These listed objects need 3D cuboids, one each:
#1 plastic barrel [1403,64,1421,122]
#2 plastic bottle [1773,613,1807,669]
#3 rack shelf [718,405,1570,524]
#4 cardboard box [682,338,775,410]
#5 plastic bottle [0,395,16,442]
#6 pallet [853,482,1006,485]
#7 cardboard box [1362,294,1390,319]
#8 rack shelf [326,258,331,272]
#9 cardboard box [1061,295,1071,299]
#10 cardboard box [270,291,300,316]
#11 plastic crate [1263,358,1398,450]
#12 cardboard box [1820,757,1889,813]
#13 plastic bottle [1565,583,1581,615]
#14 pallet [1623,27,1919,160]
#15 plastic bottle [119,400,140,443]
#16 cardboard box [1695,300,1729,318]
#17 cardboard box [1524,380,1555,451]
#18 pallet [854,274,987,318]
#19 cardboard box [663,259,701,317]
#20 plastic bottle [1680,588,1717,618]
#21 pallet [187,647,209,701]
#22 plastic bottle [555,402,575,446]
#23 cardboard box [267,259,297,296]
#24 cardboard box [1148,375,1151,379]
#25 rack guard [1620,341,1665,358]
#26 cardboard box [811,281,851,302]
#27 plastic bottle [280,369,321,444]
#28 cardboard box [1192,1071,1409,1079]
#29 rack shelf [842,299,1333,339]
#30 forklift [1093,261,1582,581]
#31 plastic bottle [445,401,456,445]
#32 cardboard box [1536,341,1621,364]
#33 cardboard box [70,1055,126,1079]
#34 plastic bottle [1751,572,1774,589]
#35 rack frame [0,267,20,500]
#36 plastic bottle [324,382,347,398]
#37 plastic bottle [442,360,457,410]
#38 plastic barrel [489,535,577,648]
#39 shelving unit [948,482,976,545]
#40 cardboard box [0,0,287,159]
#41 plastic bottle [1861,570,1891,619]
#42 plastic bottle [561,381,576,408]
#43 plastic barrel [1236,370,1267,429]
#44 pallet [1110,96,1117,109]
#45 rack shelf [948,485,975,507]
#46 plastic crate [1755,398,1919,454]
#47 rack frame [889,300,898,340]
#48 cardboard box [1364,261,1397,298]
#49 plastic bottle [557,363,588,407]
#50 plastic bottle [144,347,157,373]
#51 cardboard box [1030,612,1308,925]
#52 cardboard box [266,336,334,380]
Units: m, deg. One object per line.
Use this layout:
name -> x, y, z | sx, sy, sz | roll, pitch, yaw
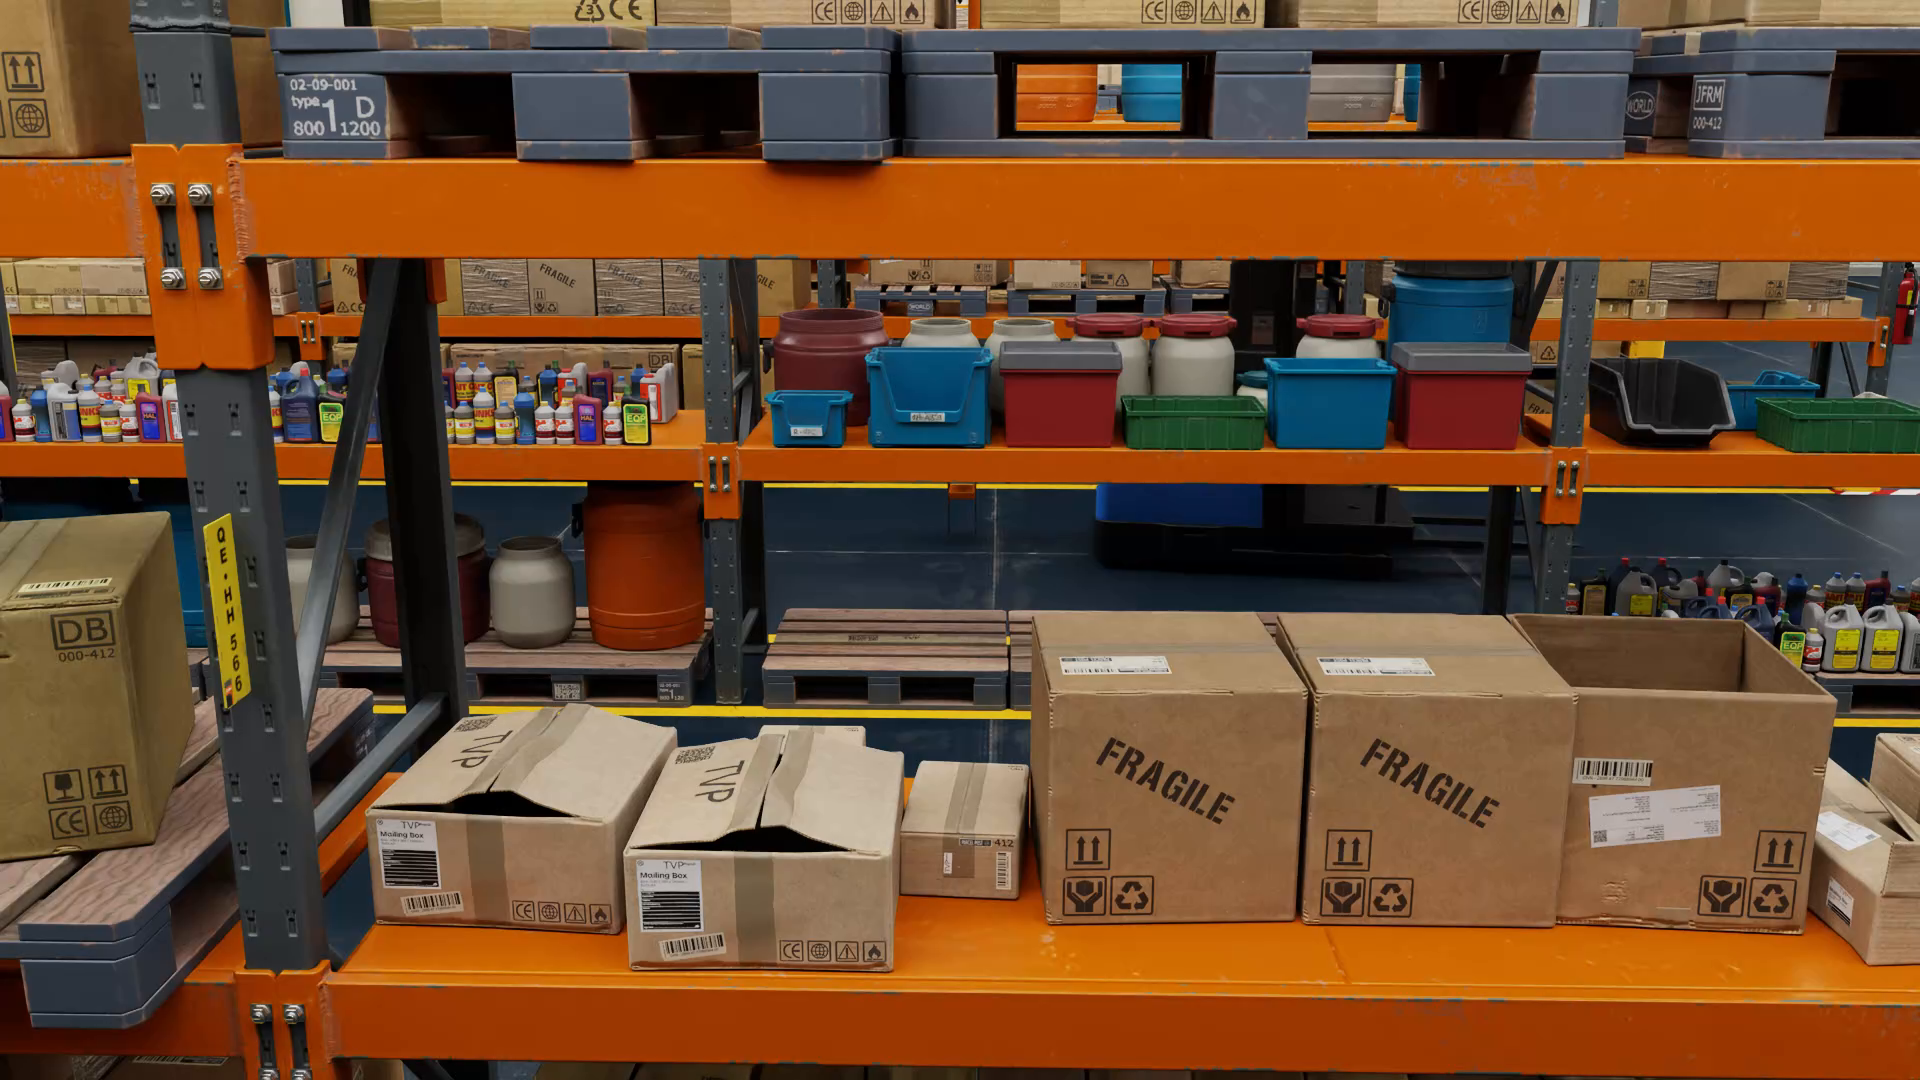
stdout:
plastic barrel -> 2.353, -2.372, 7.587 | 0.708, 0.901, 0.600 | 0, 15, 1
plastic bottle -> 4.016, 0.494, 8.051 | 0.133, 0.283, 0.061 | 1, 15, 4
rack shelf -> 0.868, -0.396, 8.372 | 4.000, 0.370, 1.077 | 0, 15, 1
cardboard box -> -1.695, -1.206, 13.372 | 0.875, 0.875, 1.225 | 0, 15, -1
plastic bottle -> -4.641, -0.615, 8.019 | 0.133, 0.283, 0.061 | 0, 15, 1
pallet -> -0.224, -0.666, 13.452 | 1.213, 0.211, 1.003 | 0, 15, 1
cardboard box -> 3.201, -1.795, 12.755 | 0.250, 0.149, 0.380 | 0, 15, 1
rack shelf -> -6.776, -2.976, 18.149 | 4.000, 0.370, 1.077 | 0, 15, 1
cardboard box -> 1.308, -3.465, 22.920 | 0.625, 0.372, 0.950 | 1, 15, 3
cardboard box -> -5.317, -1.843, 12.939 | 0.250, 0.149, 0.380 | 0, 15, 2
plastic crate -> 1.756, -0.651, 7.960 | 0.575, 0.384, 0.392 | 0, 15, 1
cardboard box -> 1.856, 0.596, 3.695 | 0.250, 0.149, 0.380 | 0, 15, 1
plastic bottle -> 3.238, 0.332, 8.824 | 0.097, 0.201, 0.097 | 0, 15, 0
pallet -> 1.855, -0.828, 3.094 | 1.217, 0.209, 0.805 | 0, 15, -1
plastic bottle -> -4.002, -0.576, 8.031 | 0.097, 0.201, 0.097 | 0, 15, 0
cardboard box -> 5.702, -1.804, 12.790 | 0.250, 0.149, 0.380 | 0, 15, 1
cardboard box -> 4.588, -0.990, 13.289 | 0.500, 0.500, 0.500 | -1, 15, -4
pallet -> -0.290, -1.950, 13.227 | 1.003, 0.211, 1.213 | 0, 15, 1
cardboard box -> -2.003, -2.013, 12.895 | 0.500, 0.500, 0.500 | 0, 15, 1
plastic bottle -> 3.667, 0.411, 8.231 | 0.185, 0.351, 0.144 | 0, 15, 1
pallet -> -4.360, 0.581, 8.725 | 1.213, 0.211, 1.003 | 0, 15, 1
plastic bottle -> -1.893, -0.562, 7.979 | 0.097, 0.201, 0.097 | 0, 15, 0
cardboard box -> -5.452, -2.054, 12.955 | 0.500, 0.250, 0.500 | 0, 15, 0
cardboard box -> 1.345, -1.019, 13.361 | 0.500, 0.500, 0.700 | -1, 15, -3
rack guard -> 7.244, -2.024, 18.030 | 0.348, 0.500, 1.175 | 0, 15, 1
cardboard box -> -1.461, -2.708, 18.330 | 0.500, 0.250, 0.500 | 0, 15, -1
plastic bottle -> -3.166, -0.648, 8.014 | 0.185, 0.351, 0.144 | 0, 15, 1
cardboard box -> 0.793, 1.311, 3.957 | 0.500, 0.311, 0.500 | 1, 15, 3
rack shelf -> 0.994, -1.659, 13.160 | 4.000, 0.370, 1.077 | 0, 15, 1
forklift -> 2.420, -1.309, 10.558 | 3.031, 2.935, 1.130 | 2, 15, 8
plastic bottle -> -2.476, -0.566, 7.993 | 0.097, 0.201, 0.097 | 0, 15, 0
cardboard box -> 6.540, -2.396, 17.882 | 0.875, 0.875, 0.875 | 0, 15, 2
cardboard box -> -2.233, 1.424, 4.100 | 0.500, 0.500, 0.500 | 0, 15, -1
plastic bottle -> 4.195, 0.309, 8.765 | 0.135, 0.276, 0.152 | 1, 15, 2
rack frame -> -5.130, -0.783, 8.429 | 0.127, 3.000, 1.000 | 0, 15, 1
plastic bottle -> -3.006, -0.620, 8.037 | 0.133, 0.283, 0.061 | 0, 15, 1
plastic bottle -> -2.710, -0.805, 8.741 | 0.133, 0.283, 0.061 | 0, 15, 1
plastic barrel -> -2.188, 0.263, 8.517 | 0.421, 0.512, 0.421 | 0, 15, 0
shelving unit -> 0.014, -0.580, 11.187 | 0.189, 1.200, 0.258 | 0, 15, 1
cardboard box -> -1.699, -0.987, 3.125 | 0.500, 0.500, 0.910 | 0, 15, 1
plastic bottle -> 4.835, 0.298, 8.792 | 0.133, 0.283, 0.061 | 1, 15, 2
plastic bottle -> -2.003, -0.717, 8.569 | 0.097, 0.201, 0.097 | 0, 15, 0
plastic barrel -> 1.548, -0.712, 8.430 | 0.301, 0.262, 0.301 | 0, 15, 0
pallet -> 1.595, -5.918, 22.380 | 1.003, 0.211, 1.213 | 0, 15, 1
rack shelf -> 0.014, -0.305, 11.259 | 0.180, 0.103, 0.258 | 0, 15, 1
plastic crate -> 4.217, -0.548, 7.952 | 0.662, 0.188, 0.450 | 0, 15, 1
rack frame -> -0.778, -3.284, 17.909 | 0.127, 3.000, 1.000 | 0, 15, 1
cardboard box -> 3.442, -2.168, 12.897 | 0.500, 0.500, 0.875 | 0, 15, 1
plastic bottle -> -2.019, -0.785, 8.680 | 0.135, 0.276, 0.152 | 0, 15, 1
plastic bottle -> -4.203, -0.837, 8.729 | 0.185, 0.351, 0.144 | 0, 15, 1
cardboard box -> 0.416, 0.464, 3.504 | 0.500, 0.500, 0.500 | 0, 15, -2
cardboard box -> -5.662, -1.247, 13.527 | 0.875, 0.875, 0.875 | 0, 15, 1
